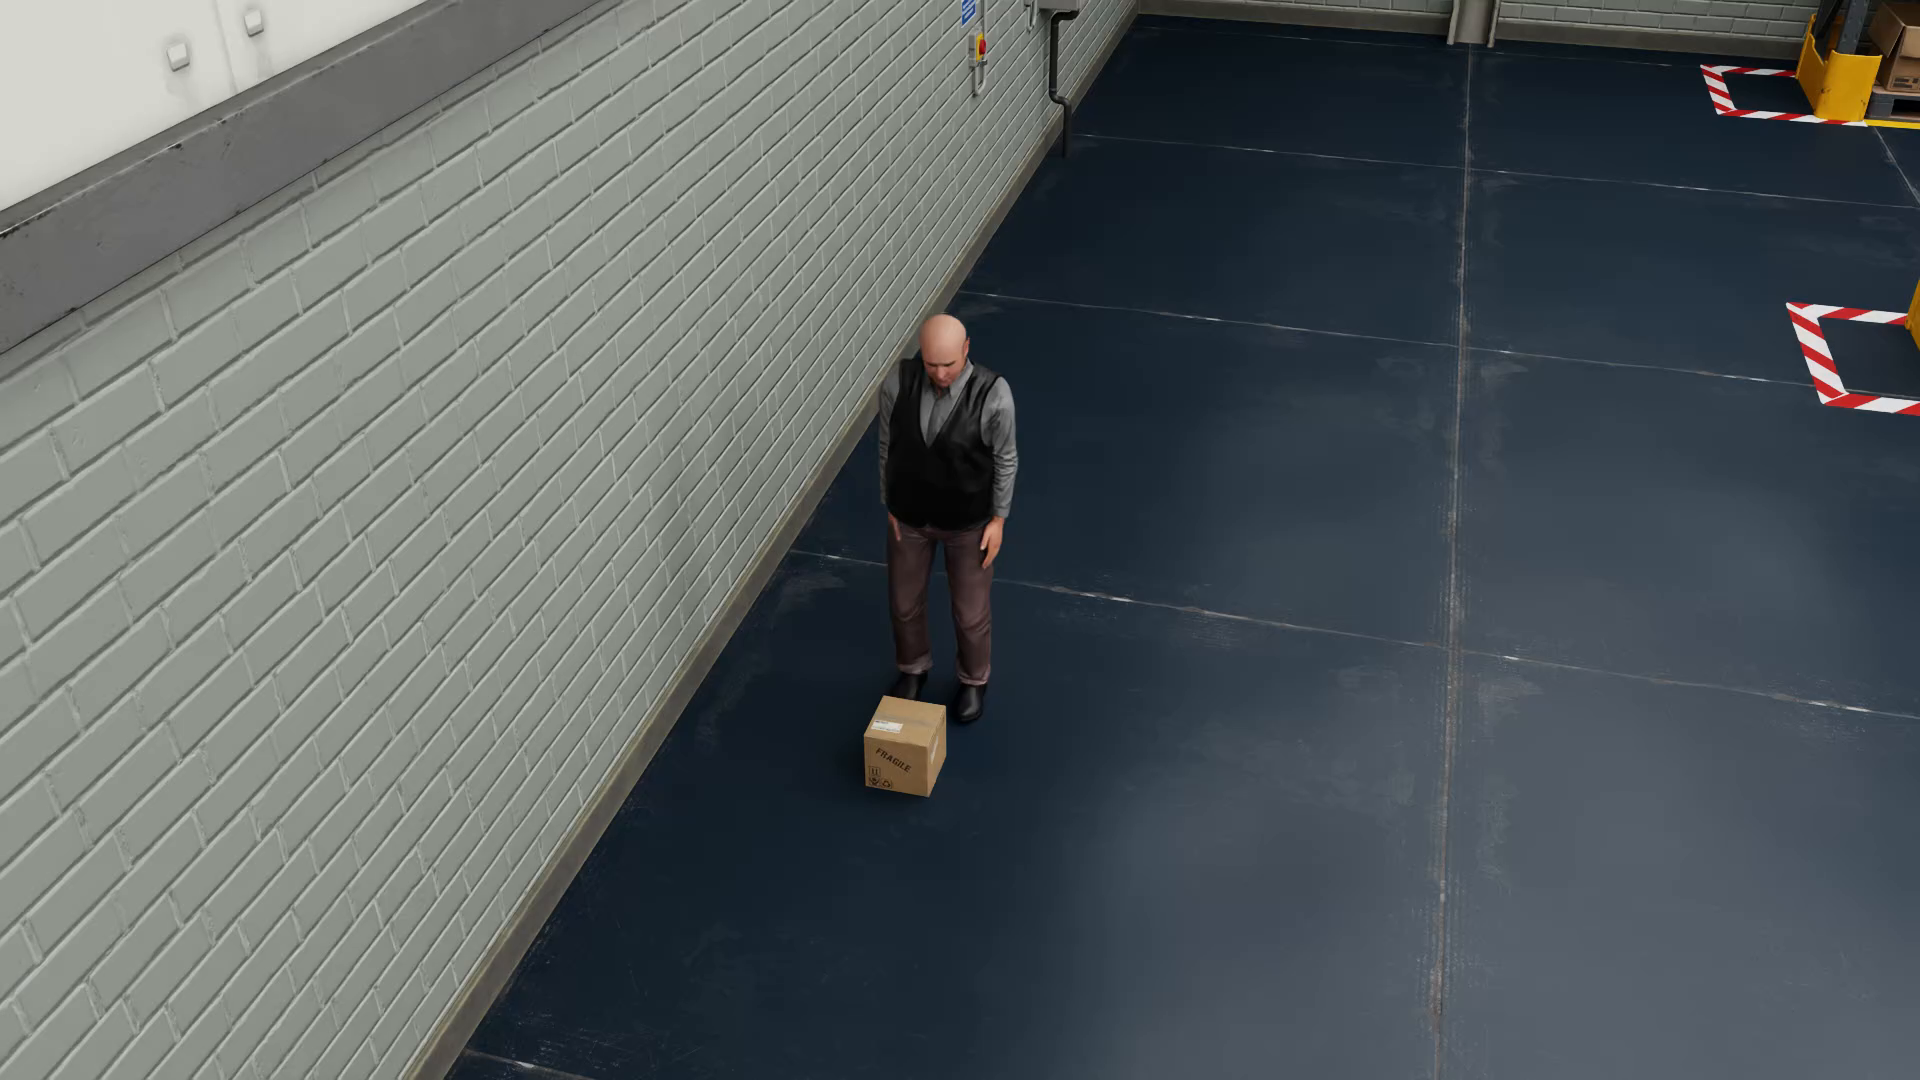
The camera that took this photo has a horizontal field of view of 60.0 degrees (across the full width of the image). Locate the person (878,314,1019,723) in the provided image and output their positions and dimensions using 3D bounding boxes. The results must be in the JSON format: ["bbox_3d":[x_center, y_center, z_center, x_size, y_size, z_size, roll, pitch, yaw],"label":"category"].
[{"bbox_3d":[-0.049,-0.085,6.315,0.540,1.705,0.363,9,34,13],"label":"person"}]
